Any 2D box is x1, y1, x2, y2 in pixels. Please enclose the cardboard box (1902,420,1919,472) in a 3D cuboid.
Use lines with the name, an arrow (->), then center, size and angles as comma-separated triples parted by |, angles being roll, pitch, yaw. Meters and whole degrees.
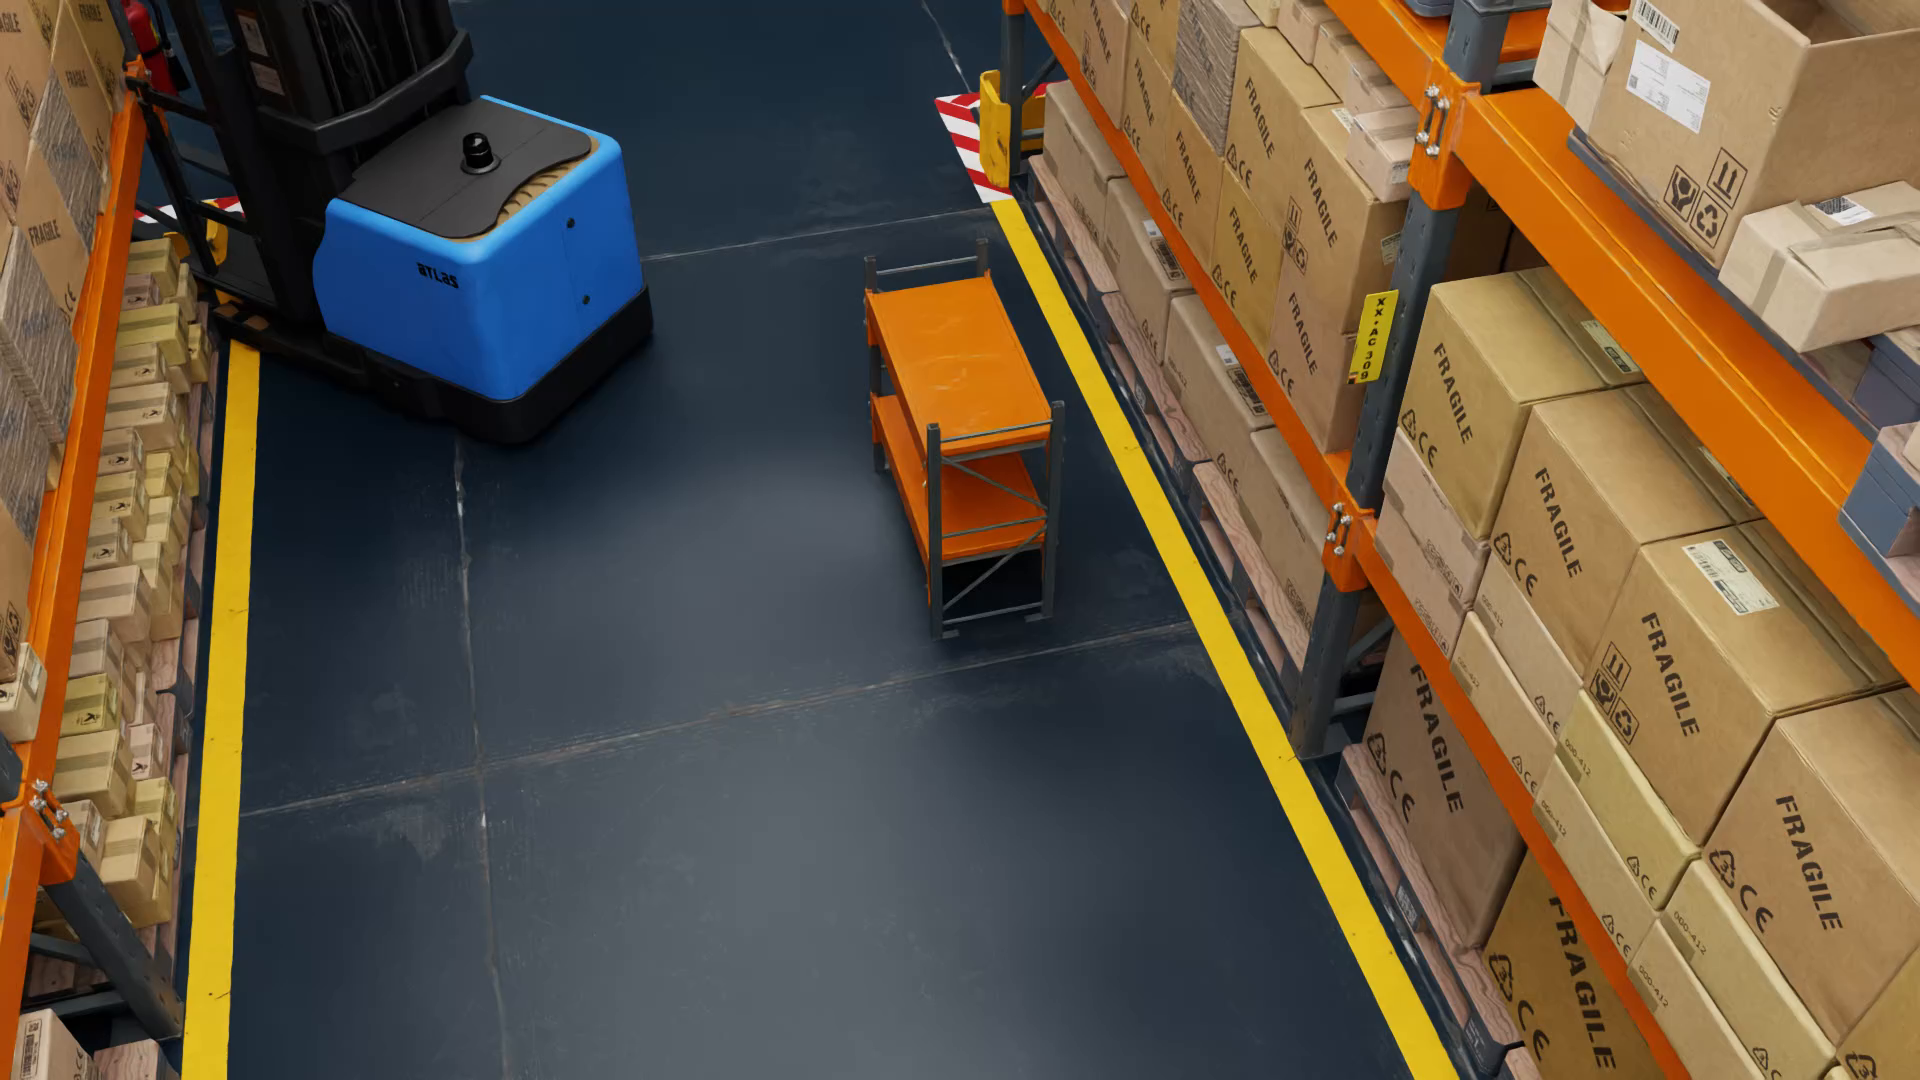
cardboard box -> 1.859, -0.180, 2.777 | 0.396, 0.266, 0.258 | -7, 46, -7

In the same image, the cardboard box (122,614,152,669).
cardboard box -> -3.176, 0.356, 6.045 | 0.380, 0.149, 0.250 | -9, 46, -8

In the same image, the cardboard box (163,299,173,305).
cardboard box -> -3.628, -0.893, 7.270 | 0.380, 0.149, 0.250 | -12, 47, -11

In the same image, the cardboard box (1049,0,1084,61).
cardboard box -> 0.707, -2.424, 7.206 | 0.500, 0.500, 0.500 | -11, 47, -11

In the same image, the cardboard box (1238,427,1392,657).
cardboard box -> 1.673, -0.059, 6.458 | 0.875, 0.438, 0.875 | -11, 47, -11

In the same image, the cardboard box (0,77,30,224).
cardboard box -> -3.286, -1.289, 5.186 | 0.500, 0.500, 0.500 | -12, 47, -12

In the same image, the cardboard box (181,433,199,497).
cardboard box -> -3.367, -0.276, 6.873 | 0.380, 0.149, 0.250 | -13, 47, -12

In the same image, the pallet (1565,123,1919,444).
pallet -> 2.012, -0.715, 3.635 | 0.805, 0.209, 1.217 | -12, 47, -12

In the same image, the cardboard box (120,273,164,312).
cardboard box -> -3.664, -0.997, 7.163 | 0.380, 0.149, 0.250 | -10, 46, -10

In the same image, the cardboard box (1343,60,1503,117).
cardboard box -> 1.381, -1.324, 4.974 | 0.380, 0.149, 0.250 | -10, 46, -9

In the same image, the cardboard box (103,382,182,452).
cardboard box -> -3.347, -0.475, 6.652 | 0.380, 0.149, 0.250 | -9, 46, -9

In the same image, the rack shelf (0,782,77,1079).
rack shelf -> -2.517, 2.252, 3.197 | 1.077, 0.370, 4.000 | -11, 47, -10

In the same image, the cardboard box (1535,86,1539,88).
cardboard box -> 1.900, -1.233, 4.885 | 0.380, 0.149, 0.250 | -11, 47, -11

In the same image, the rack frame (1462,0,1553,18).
rack frame -> 1.730, -2.455, 3.106 | 1.000, 3.000, 0.127 | -11, 47, -10

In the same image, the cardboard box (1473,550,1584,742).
cardboard box -> 1.730, 0.232, 4.428 | 0.500, 0.250, 0.500 | -10, 46, -10

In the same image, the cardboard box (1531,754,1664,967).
cardboard box -> 1.837, 0.763, 4.258 | 0.500, 0.250, 0.500 | -11, 47, -11

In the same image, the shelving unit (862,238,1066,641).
shelving unit -> -0.002, -0.398, 6.604 | 0.538, 1.125, 1.048 | -11, 47, -10

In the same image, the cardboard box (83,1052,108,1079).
cardboard box -> -2.596, 1.812, 4.581 | 0.500, 0.500, 0.500 | -12, 47, -11

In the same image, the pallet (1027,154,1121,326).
pallet -> 0.986, -1.603, 8.424 | 1.003, 0.211, 1.213 | -11, 47, -10

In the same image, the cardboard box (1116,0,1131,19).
cardboard box -> 0.832, -2.409, 6.492 | 0.500, 0.500, 0.500 | -11, 47, -11

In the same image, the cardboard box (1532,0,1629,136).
cardboard box -> 1.519, -1.096, 3.674 | 0.396, 0.266, 0.258 | -11, 47, -11

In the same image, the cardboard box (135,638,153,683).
cardboard box -> -3.210, 0.469, 6.143 | 0.380, 0.149, 0.250 | -13, 47, -12

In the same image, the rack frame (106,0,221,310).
rack frame -> -4.054, -2.142, 7.000 | 1.000, 3.000, 0.127 | -11, 47, -10

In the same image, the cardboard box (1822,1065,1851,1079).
cardboard box -> 2.098, 1.293, 3.389 | 0.500, 0.250, 0.500 | -12, 47, -11

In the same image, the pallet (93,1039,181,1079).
pallet -> -2.829, 2.133, 4.763 | 1.003, 0.211, 1.213 | -11, 47, -10

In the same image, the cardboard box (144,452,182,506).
cardboard box -> -3.315, -0.189, 6.580 | 0.380, 0.149, 0.250 | -9, 46, -8

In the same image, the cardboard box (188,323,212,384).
cardboard box -> -3.553, -0.807, 7.394 | 0.380, 0.149, 0.250 | -9, 46, -9

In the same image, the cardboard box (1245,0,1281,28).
cardboard box -> 1.145, -1.836, 5.475 | 0.380, 0.149, 0.250 | -11, 47, -11

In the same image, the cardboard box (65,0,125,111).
cardboard box -> -3.690, -2.018, 6.600 | 0.500, 0.500, 0.500 | -10, 46, -9

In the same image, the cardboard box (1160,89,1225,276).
cardboard box -> 1.084, -1.363, 6.166 | 0.500, 0.500, 0.500 | -11, 47, -11

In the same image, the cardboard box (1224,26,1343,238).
cardboard box -> 1.220, -1.368, 5.471 | 0.500, 0.500, 0.500 | -11, 47, -11

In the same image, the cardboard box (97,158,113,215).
cardboard box -> -3.503, -1.360, 6.409 | 0.380, 0.149, 0.250 | -10, 46, -9

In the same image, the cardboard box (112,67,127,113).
cardboard box -> -3.697, -1.881, 6.920 | 0.380, 0.149, 0.250 | -11, 47, -10

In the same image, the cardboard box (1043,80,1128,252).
cardboard box -> 0.971, -1.930, 8.292 | 0.875, 0.438, 0.875 | -12, 47, -12

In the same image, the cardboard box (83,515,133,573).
cardboard box -> -3.268, 0.080, 6.108 | 0.380, 0.149, 0.250 | -12, 47, -12

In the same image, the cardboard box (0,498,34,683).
cardboard box -> -2.913, 0.092, 4.532 | 0.500, 0.500, 0.500 | -11, 47, -11

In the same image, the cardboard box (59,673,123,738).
cardboard box -> -3.043, 0.620, 5.579 | 0.380, 0.149, 0.250 | -11, 47, -11

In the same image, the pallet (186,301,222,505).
pallet -> -3.860, -0.547, 7.389 | 1.003, 0.211, 1.213 | -11, 47, -10

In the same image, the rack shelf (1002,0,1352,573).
rack shelf -> 1.218, -1.485, 6.859 | 1.077, 0.370, 4.000 | -11, 47, -10

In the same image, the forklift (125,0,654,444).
forklift -> -2.993, -2.227, 7.131 | 3.031, 2.935, 1.130 | 22, 49, 20

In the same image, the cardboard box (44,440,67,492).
cardboard box -> -3.108, -0.262, 5.333 | 0.380, 0.149, 0.250 | -10, 46, -10

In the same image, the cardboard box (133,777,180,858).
cardboard box -> -2.880, 0.976, 5.646 | 0.380, 0.149, 0.250 | -9, 46, -9

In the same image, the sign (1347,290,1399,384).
sign -> 1.194, -0.584, 4.811 | 0.100, 0.325, 0.005 | -11, 47, -10

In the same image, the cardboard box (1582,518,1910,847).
cardboard box -> 1.847, 0.309, 3.828 | 0.500, 0.500, 0.500 | -12, 47, -11

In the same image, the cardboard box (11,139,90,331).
cardboard box -> -3.306, -0.967, 5.570 | 0.500, 0.500, 0.500 | -9, 46, -8

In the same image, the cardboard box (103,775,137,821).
cardboard box -> -2.965, 0.899, 5.513 | 0.380, 0.149, 0.250 | -10, 46, -10

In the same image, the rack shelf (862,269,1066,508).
rack shelf -> -0.002, -0.603, 6.395 | 0.538, 0.278, 1.000 | -11, 47, -10
